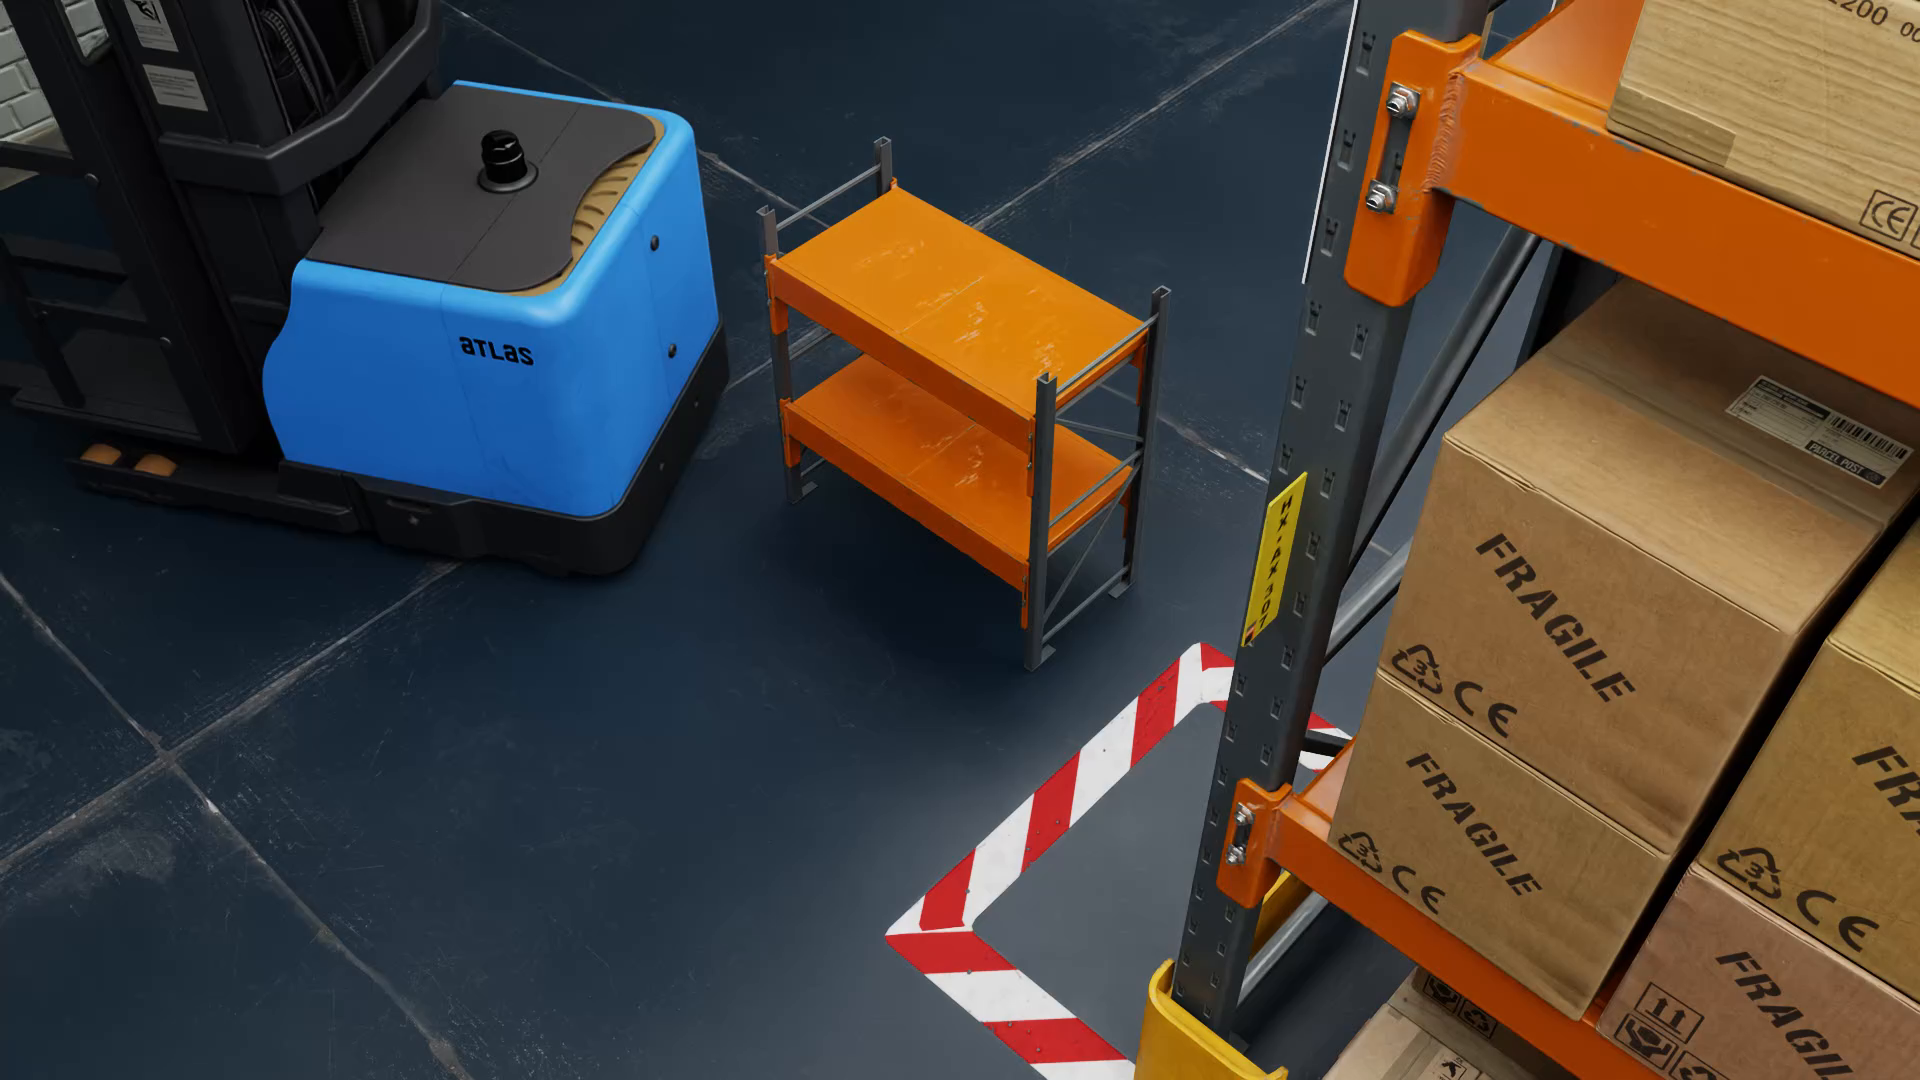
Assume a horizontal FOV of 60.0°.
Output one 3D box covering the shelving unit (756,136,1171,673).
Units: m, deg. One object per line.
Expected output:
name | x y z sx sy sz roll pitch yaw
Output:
shelving unit | -0.005 -0.388 4.843 1.048 1.125 0.538 34 55 28

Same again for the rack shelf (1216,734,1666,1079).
rack shelf | 2.323 1.275 2.489 4.000 0.370 1.077 34 55 28

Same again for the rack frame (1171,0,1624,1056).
rack frame | 0.853 0.040 3.155 0.127 3.000 1.000 34 55 28

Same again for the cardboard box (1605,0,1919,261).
cardboard box | 1.058 -0.546 1.750 0.500 0.250 0.500 34 55 28

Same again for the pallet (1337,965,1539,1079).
pallet | 1.495 1.425 3.767 1.213 0.211 1.003 34 55 28

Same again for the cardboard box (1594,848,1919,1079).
cardboard box | 1.383 0.618 2.543 0.500 0.500 0.500 33 55 27

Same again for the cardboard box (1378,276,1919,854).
cardboard box | 1.000 0.024 2.416 0.500 0.500 0.500 36 56 29

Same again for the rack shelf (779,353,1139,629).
rack shelf | -0.005 -0.221 5.021 1.000 0.278 0.538 34 55 28

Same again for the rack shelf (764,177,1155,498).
rack shelf | -0.005 -0.589 4.630 1.000 0.278 0.538 34 55 28

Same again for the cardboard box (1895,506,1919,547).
cardboard box | 1.738 -0.015 2.452 0.500 0.500 0.500 35 56 29

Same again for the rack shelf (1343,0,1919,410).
rack shelf | 2.323 0.248 1.396 4.000 0.370 1.077 34 55 28

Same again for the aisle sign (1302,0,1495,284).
aisle sign | 0.604 -0.727 2.092 0.004 0.787 0.394 34 55 28

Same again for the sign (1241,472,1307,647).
sign | 0.485 0.034 2.567 0.005 0.325 0.100 34 55 28

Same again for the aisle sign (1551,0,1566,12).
aisle sign | 1.011 -1.048 2.393 0.004 0.787 0.394 34 55 28

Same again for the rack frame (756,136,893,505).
rack frame | -0.379 -0.640 5.079 0.032 1.125 0.500 34 55 28

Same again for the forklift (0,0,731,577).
forklift | -2.358 -1.478 4.627 3.031 2.935 1.130 11 48 10

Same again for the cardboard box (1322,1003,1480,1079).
cardboard box | 0.928 1.256 3.667 0.250 0.149 0.380 34 55 28

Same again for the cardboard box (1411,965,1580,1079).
cardboard box | 1.420 0.881 3.778 0.500 0.500 0.500 34 55 28

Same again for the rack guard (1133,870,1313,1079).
rack guard | 0.909 0.933 4.031 0.348 0.500 1.175 34 55 28

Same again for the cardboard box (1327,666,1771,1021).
cardboard box | 1.000 0.366 2.780 0.500 0.500 0.500 35 56 28

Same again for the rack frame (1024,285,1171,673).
rack frame | 0.369 -0.137 4.607 0.032 1.125 0.500 34 55 28

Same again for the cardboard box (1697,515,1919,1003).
cardboard box | 1.390 0.278 2.177 0.500 0.500 0.500 35 56 28

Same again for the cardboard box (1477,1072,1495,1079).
cardboard box | 1.111 1.374 3.544 0.250 0.166 0.380 34 55 28
